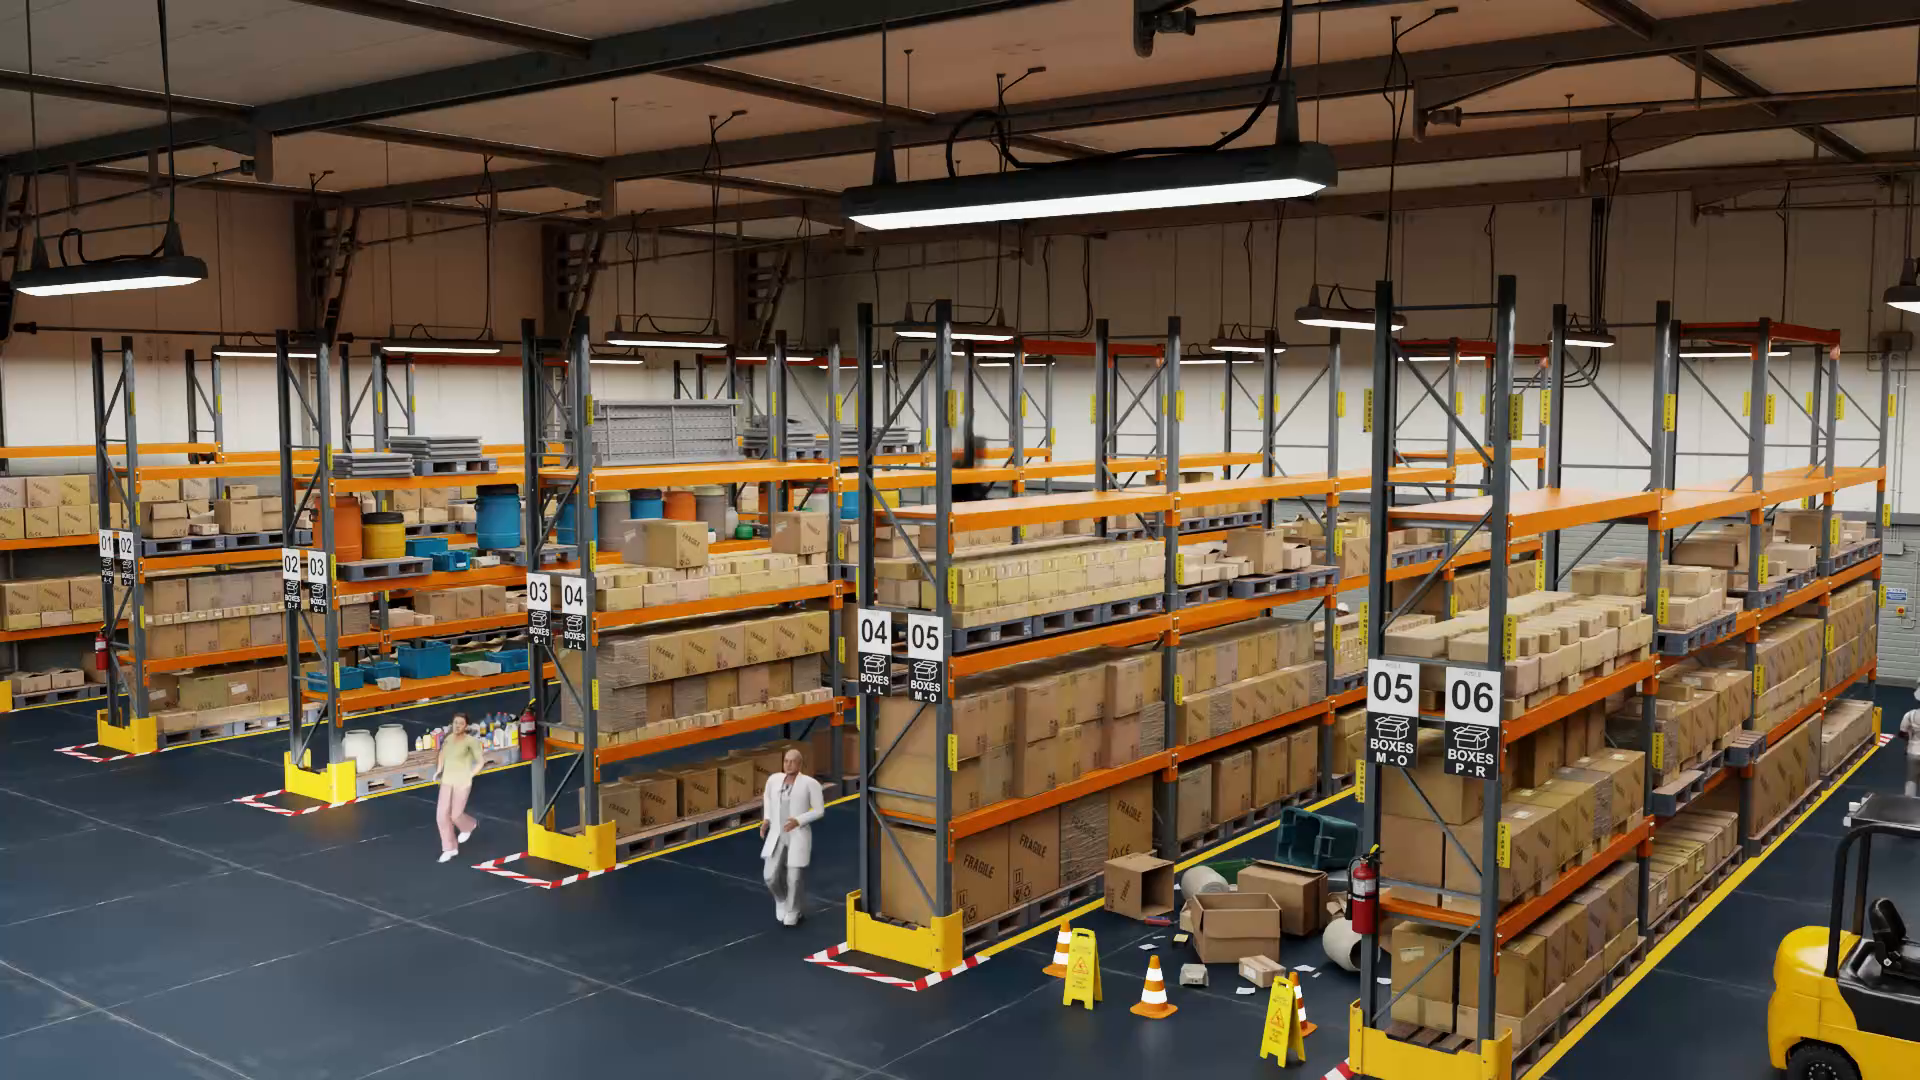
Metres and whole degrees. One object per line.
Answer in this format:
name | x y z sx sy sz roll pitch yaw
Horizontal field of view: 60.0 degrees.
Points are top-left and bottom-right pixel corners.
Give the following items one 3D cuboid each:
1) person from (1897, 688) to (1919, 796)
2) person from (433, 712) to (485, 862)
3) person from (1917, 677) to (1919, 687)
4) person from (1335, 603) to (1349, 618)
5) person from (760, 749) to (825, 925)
person | 11.605 2.595 20.007 0.584 1.659 0.739 4 6 35
person | -5.598 2.738 18.655 0.600 1.650 0.635 1 5 15
person | 13.876 2.289 23.511 0.627 1.681 0.664 3 6 31
person | 6.283 1.920 27.145 0.666 1.812 0.943 5 7 44
person | -1.661 2.937 16.122 0.683 1.651 0.634 1 5 15
